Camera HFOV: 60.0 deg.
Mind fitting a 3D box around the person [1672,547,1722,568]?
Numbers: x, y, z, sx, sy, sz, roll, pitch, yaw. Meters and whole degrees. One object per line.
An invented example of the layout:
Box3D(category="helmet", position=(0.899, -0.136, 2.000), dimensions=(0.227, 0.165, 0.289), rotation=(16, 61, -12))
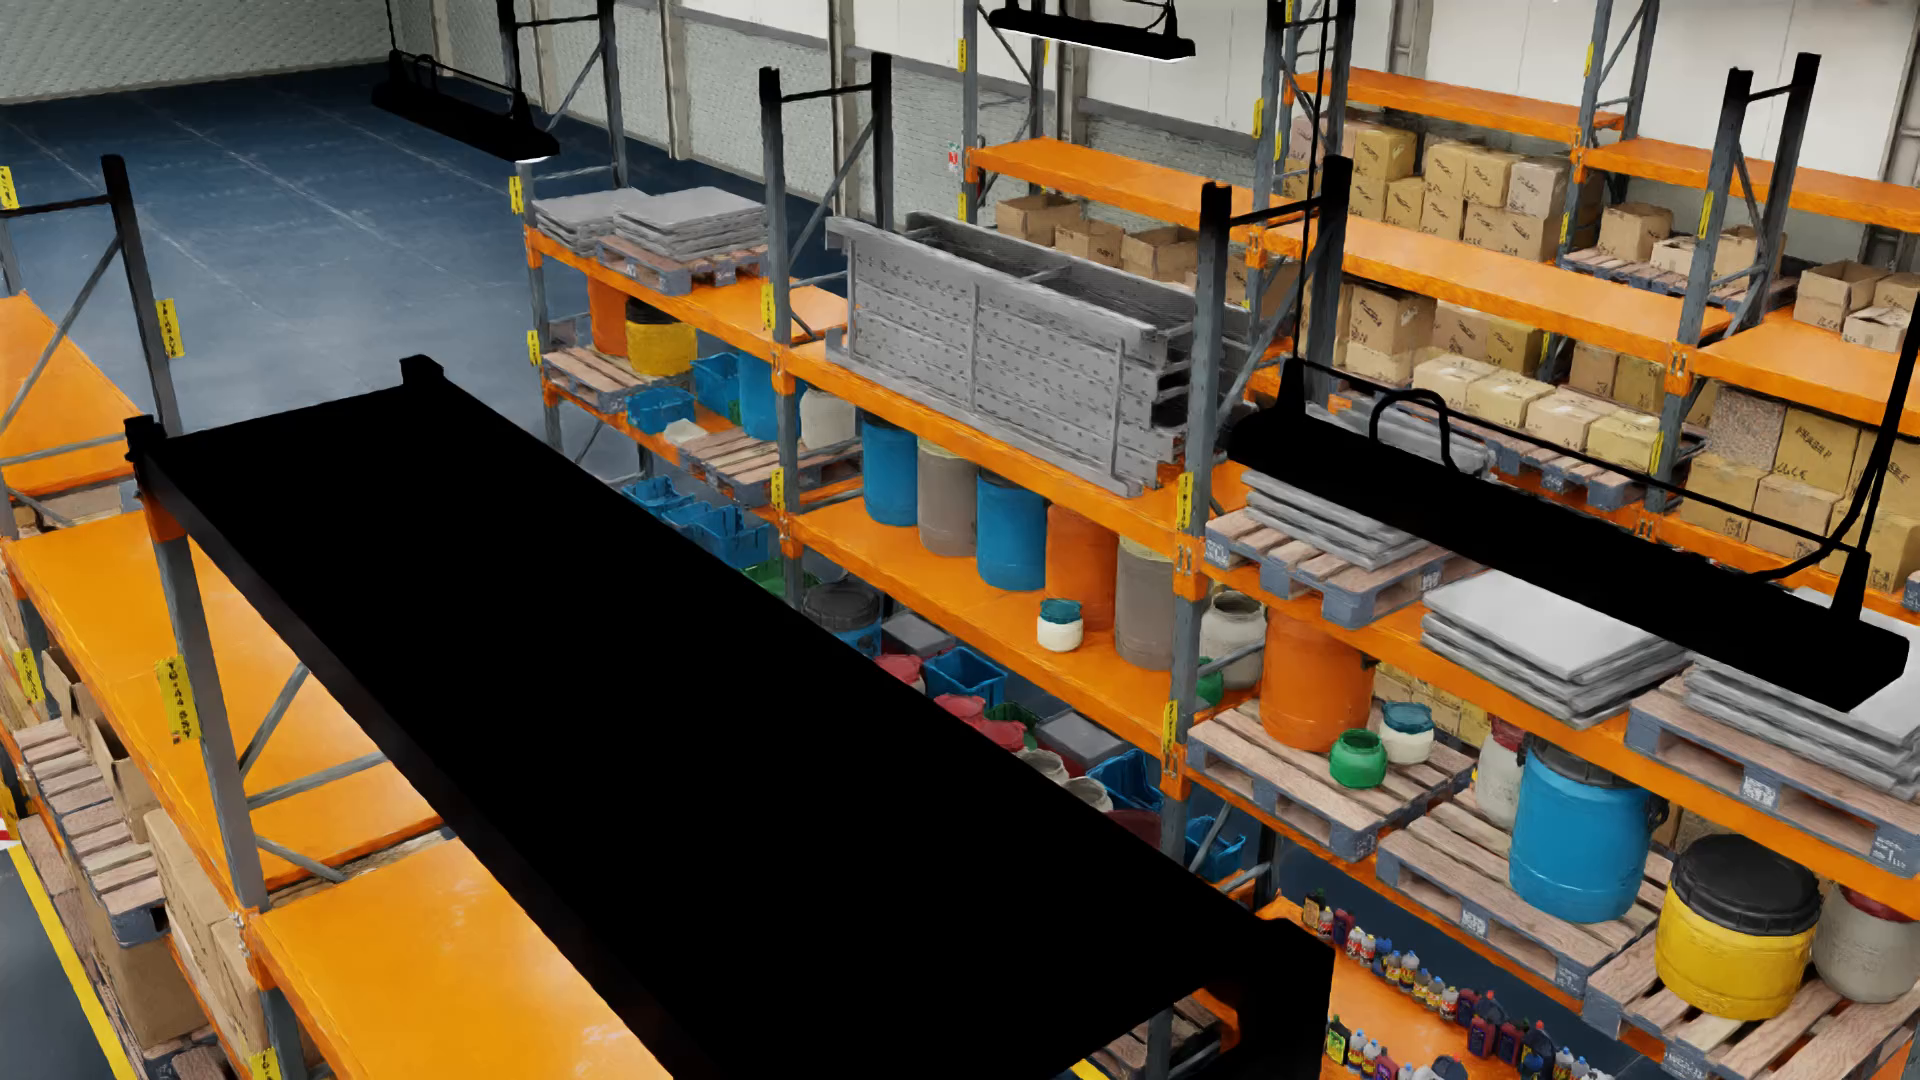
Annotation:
Box3D(category="person", position=(6.944, 0.233, 15.760), dimensions=(1.030, 1.713, 0.528), rotation=(22, 34, 38))
